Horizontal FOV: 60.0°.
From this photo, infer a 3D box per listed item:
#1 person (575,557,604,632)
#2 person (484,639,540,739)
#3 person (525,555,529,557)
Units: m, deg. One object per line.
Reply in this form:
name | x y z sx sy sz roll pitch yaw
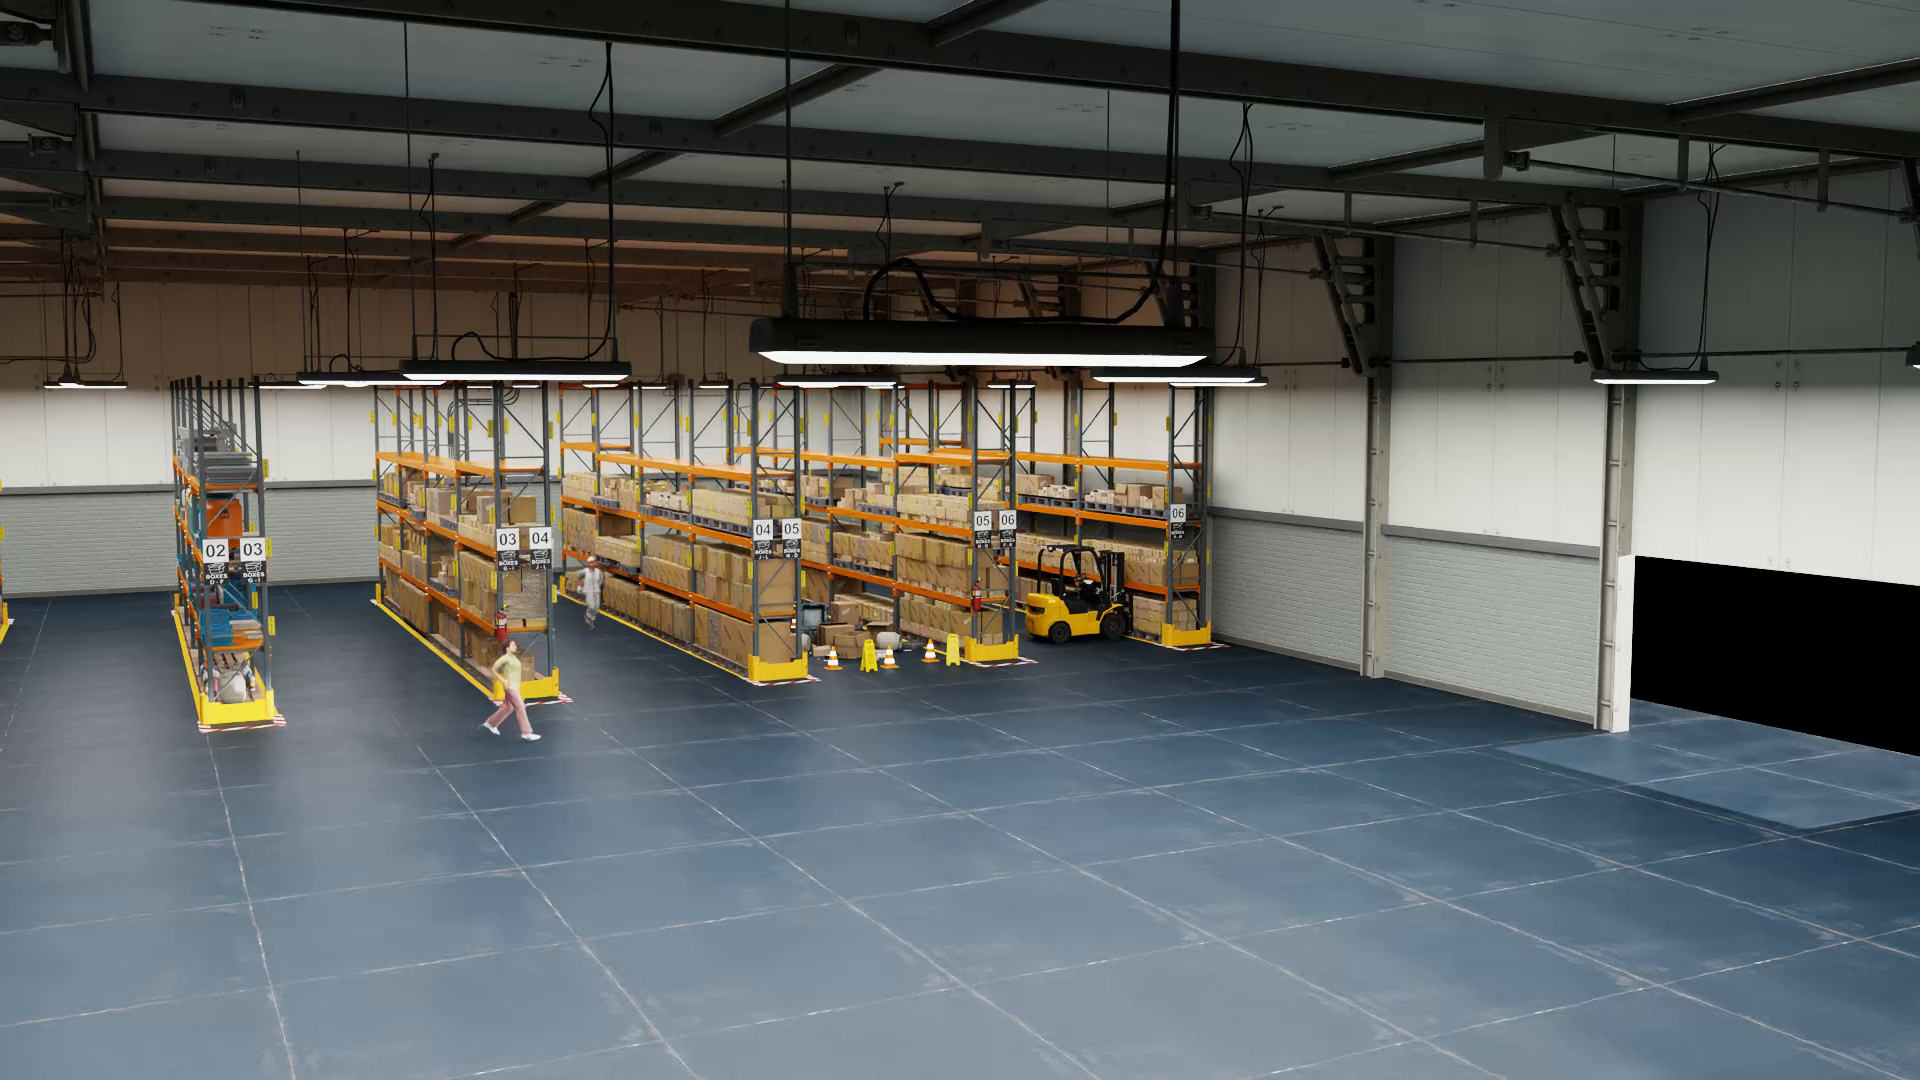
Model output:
person | -8.799 1.294 39.772 0.641 1.785 0.701 -4 6 -36
person | -7.377 2.437 27.309 0.969 1.655 0.574 0 5 2
person | -12.405 0.664 47.121 0.774 1.725 0.972 2 5 21
